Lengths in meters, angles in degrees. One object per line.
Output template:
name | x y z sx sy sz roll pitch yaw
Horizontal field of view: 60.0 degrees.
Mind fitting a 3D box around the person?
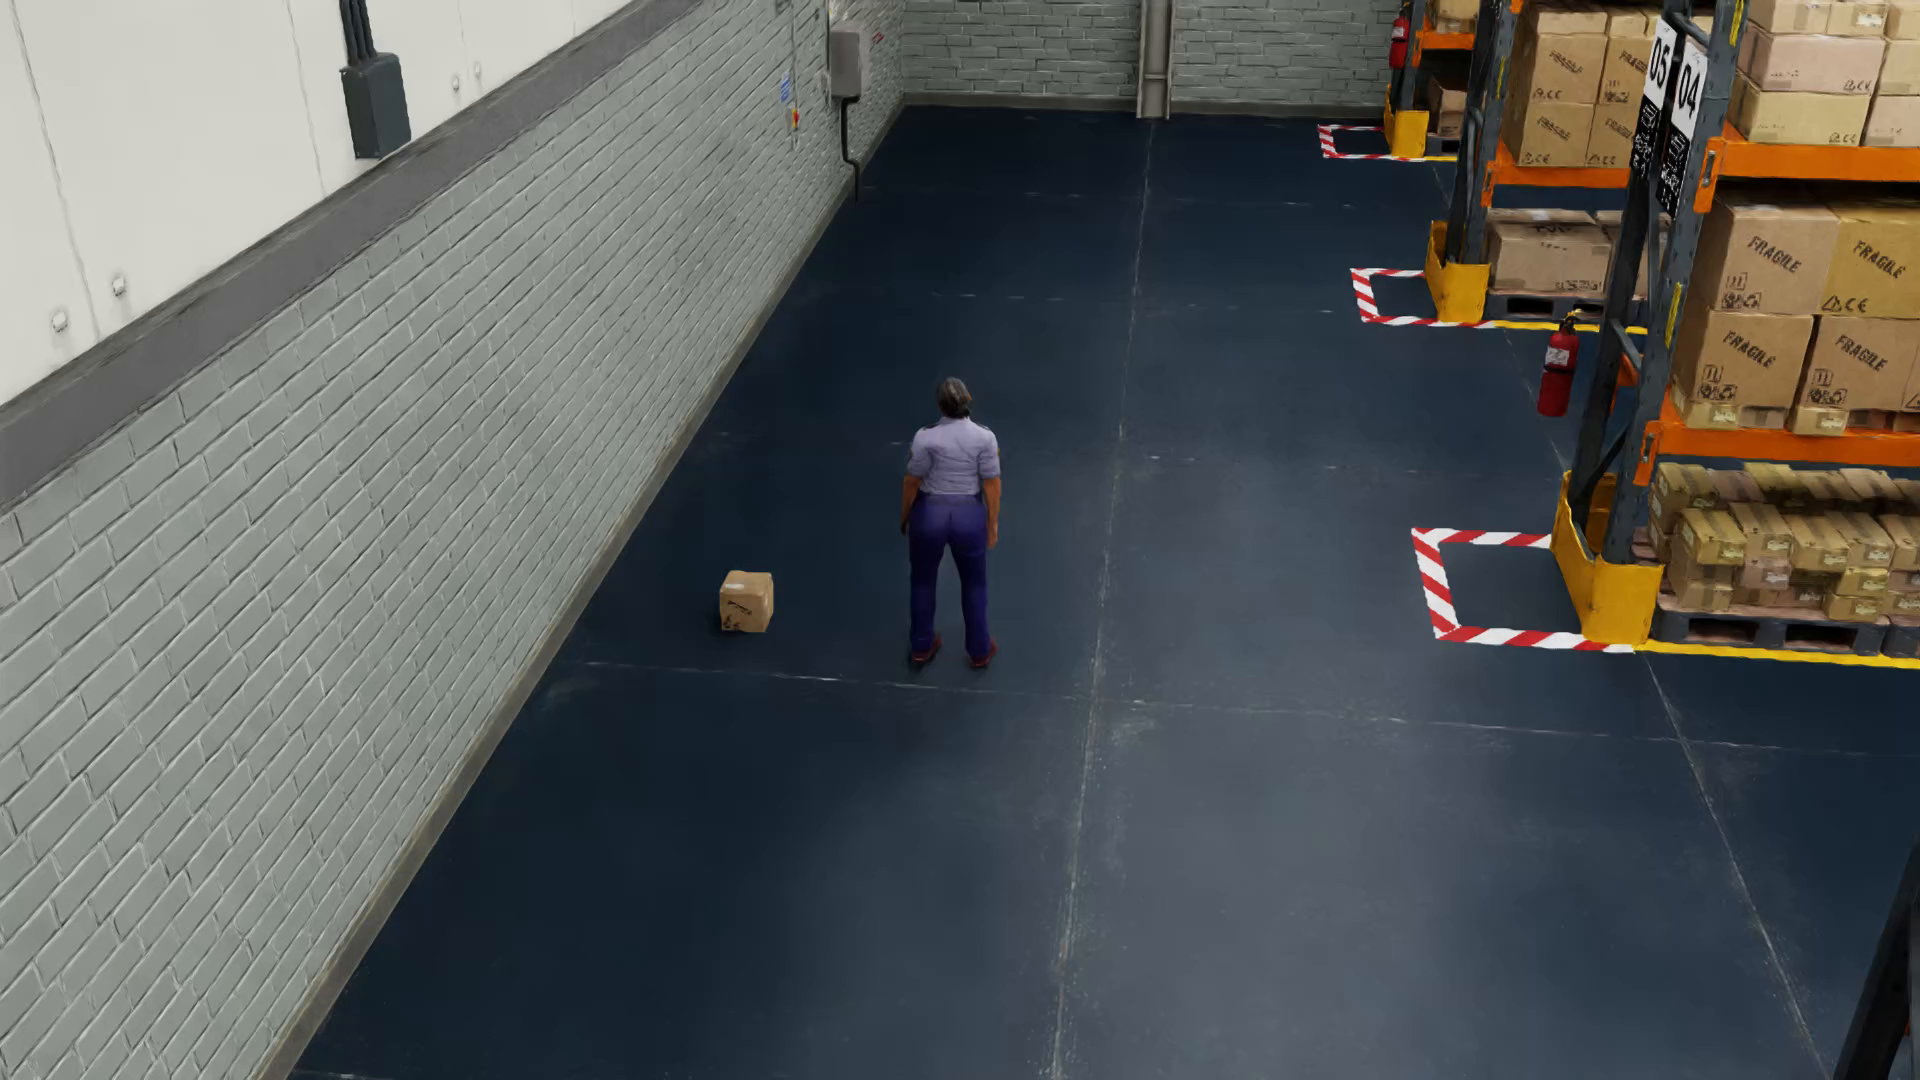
person | -0.053 -0.079 8.754 0.528 1.646 0.368 -3 29 -5
